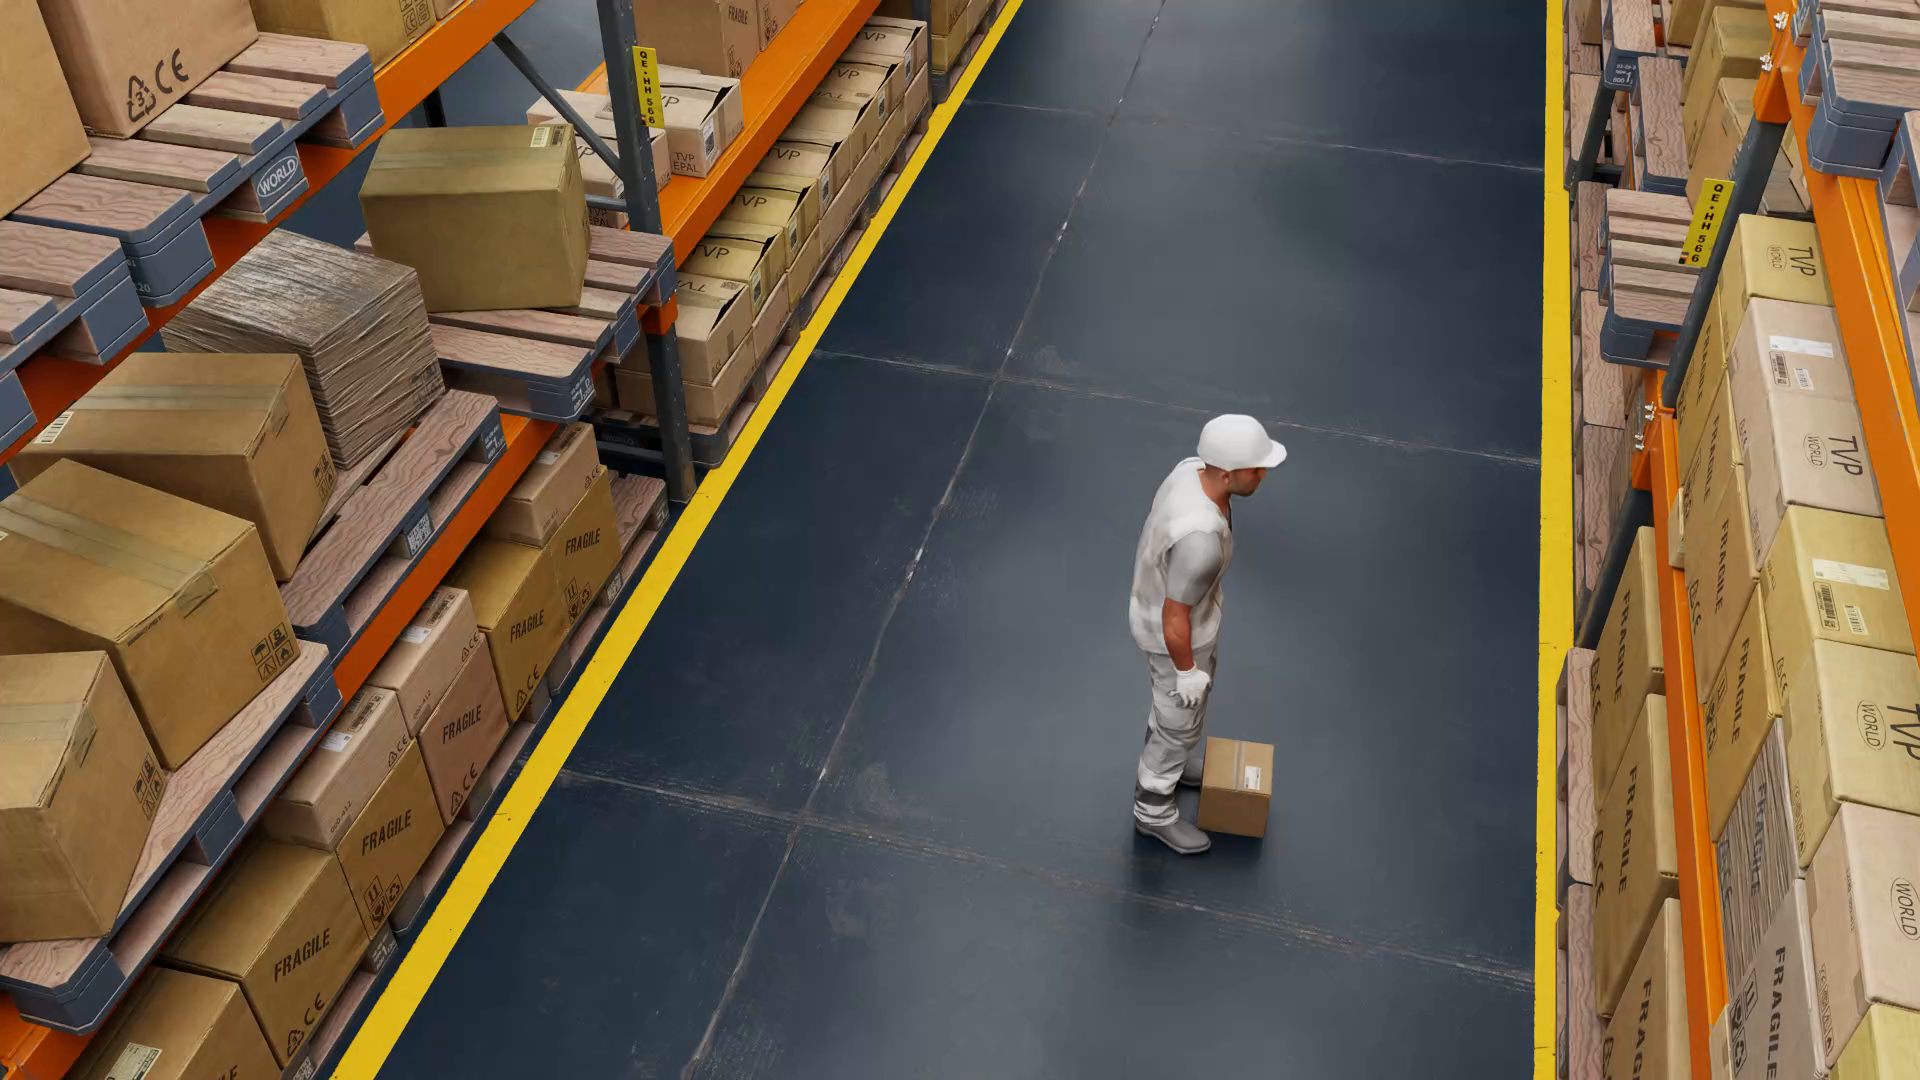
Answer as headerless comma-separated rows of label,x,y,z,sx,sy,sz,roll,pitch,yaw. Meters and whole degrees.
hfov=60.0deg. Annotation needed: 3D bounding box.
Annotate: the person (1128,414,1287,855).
person,0.811,0.303,5.794,0.451,1.778,0.612,8,41,9
